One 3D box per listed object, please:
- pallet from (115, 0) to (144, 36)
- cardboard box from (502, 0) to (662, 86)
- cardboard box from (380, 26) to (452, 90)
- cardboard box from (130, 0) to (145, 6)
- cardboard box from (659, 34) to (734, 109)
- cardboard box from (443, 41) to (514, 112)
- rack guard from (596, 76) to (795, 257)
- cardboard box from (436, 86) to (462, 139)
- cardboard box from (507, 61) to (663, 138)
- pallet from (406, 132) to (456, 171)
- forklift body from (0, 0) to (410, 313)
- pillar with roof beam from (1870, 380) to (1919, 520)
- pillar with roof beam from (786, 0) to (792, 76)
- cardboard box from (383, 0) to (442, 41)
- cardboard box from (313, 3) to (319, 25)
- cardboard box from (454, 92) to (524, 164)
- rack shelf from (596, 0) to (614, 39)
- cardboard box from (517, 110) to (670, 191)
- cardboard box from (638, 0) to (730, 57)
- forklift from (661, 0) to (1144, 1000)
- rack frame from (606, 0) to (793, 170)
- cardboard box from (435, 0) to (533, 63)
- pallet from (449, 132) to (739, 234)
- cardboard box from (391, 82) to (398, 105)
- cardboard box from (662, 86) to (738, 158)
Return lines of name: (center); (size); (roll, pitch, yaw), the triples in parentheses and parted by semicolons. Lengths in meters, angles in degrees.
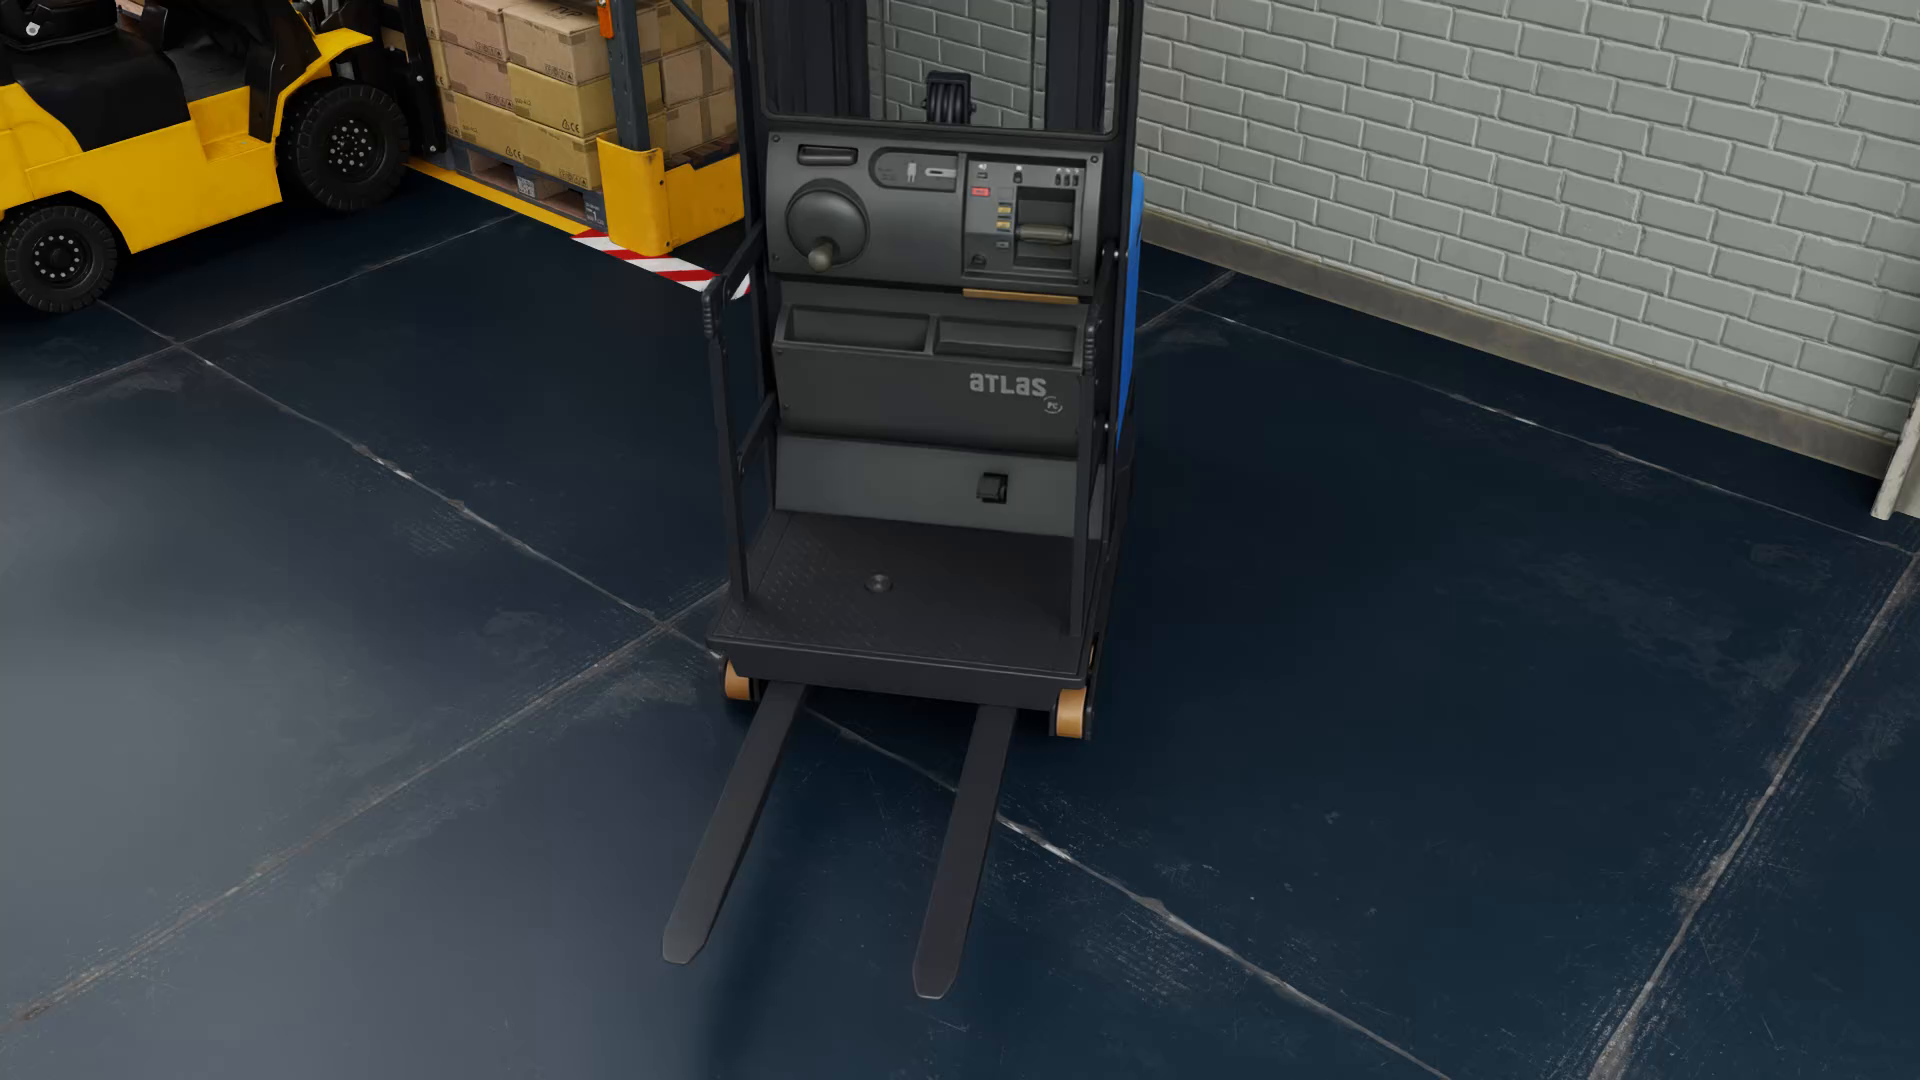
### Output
pallet: (-4.852, -3.399, 10.512); (1.213, 0.211, 1.003); (25, 42, 32)
cardboard box: (-1.740, -2.332, 7.671); (0.500, 0.250, 0.500); (27, 43, 33)
cardboard box: (-2.549, -2.499, 8.356); (0.500, 0.250, 0.500); (24, 41, 31)
cardboard box: (-4.669, -3.676, 10.180); (0.625, 0.625, 0.875); (27, 43, 34)
cardboard box: (-1.415, -2.356, 8.147); (0.500, 0.250, 0.500); (26, 42, 33)
cardboard box: (-2.139, -2.322, 8.097); (0.500, 0.250, 0.500); (25, 42, 31)
rack guard: (-1.168, -1.810, 7.944); (0.348, 0.500, 1.175); (25, 42, 32)
cardboard box: (-2.504, -2.291, 8.494); (0.500, 0.250, 0.500); (26, 42, 32)
cardboard box: (-1.760, -2.135, 7.826); (0.500, 0.250, 0.500); (25, 41, 31)
pallet: (-2.734, -2.401, 9.059); (1.213, 0.211, 1.003); (25, 42, 32)
forklift body: (-3.811, -2.393, 7.334); (1.214, 2.155, 2.313); (25, 42, 32)
pillar with roof beam: (0.712, -1.920, 0.597); (0.400, 9.000, 9.100); (25, 42, 32)
pillar with roof beam: (-3.899, -4.094, 3.762); (0.400, 9.000, 9.100); (25, 42, 32)
cardboard box: (-2.530, -2.693, 8.196); (0.500, 0.250, 0.500); (26, 42, 32)
cardboard box: (-3.319, -2.866, 8.889); (0.500, 0.250, 0.500); (25, 42, 31)
cardboard box: (-2.126, -2.106, 8.225); (0.500, 0.250, 0.500); (25, 42, 32)
rack shelf: (-2.723, -3.277, 8.508); (4.000, 0.370, 1.077); (25, 42, 32)
cardboard box: (-1.750, -1.922, 7.956); (0.500, 0.250, 0.500); (26, 42, 32)
cardboard box: (-1.435, -2.558, 7.999); (0.500, 0.250, 0.500); (25, 41, 31)
forklift: (-0.112, -0.846, 4.393); (1.130, 2.935, 3.031); (6, 35, 8)
rack frame: (-1.186, -2.849, 7.249); (0.127, 3.000, 1.000); (25, 42, 32)
cardboard box: (-2.136, -2.515, 7.937); (0.500, 0.250, 0.500); (26, 42, 33)
pallet: (-1.801, -1.959, 8.415); (1.213, 0.211, 1.003); (25, 42, 32)
cardboard box: (-2.918, -2.469, 8.754); (0.500, 0.250, 0.500); (27, 43, 33)
cardboard box: (-1.439, -2.152, 8.292); (0.500, 0.250, 0.500); (25, 42, 32)
